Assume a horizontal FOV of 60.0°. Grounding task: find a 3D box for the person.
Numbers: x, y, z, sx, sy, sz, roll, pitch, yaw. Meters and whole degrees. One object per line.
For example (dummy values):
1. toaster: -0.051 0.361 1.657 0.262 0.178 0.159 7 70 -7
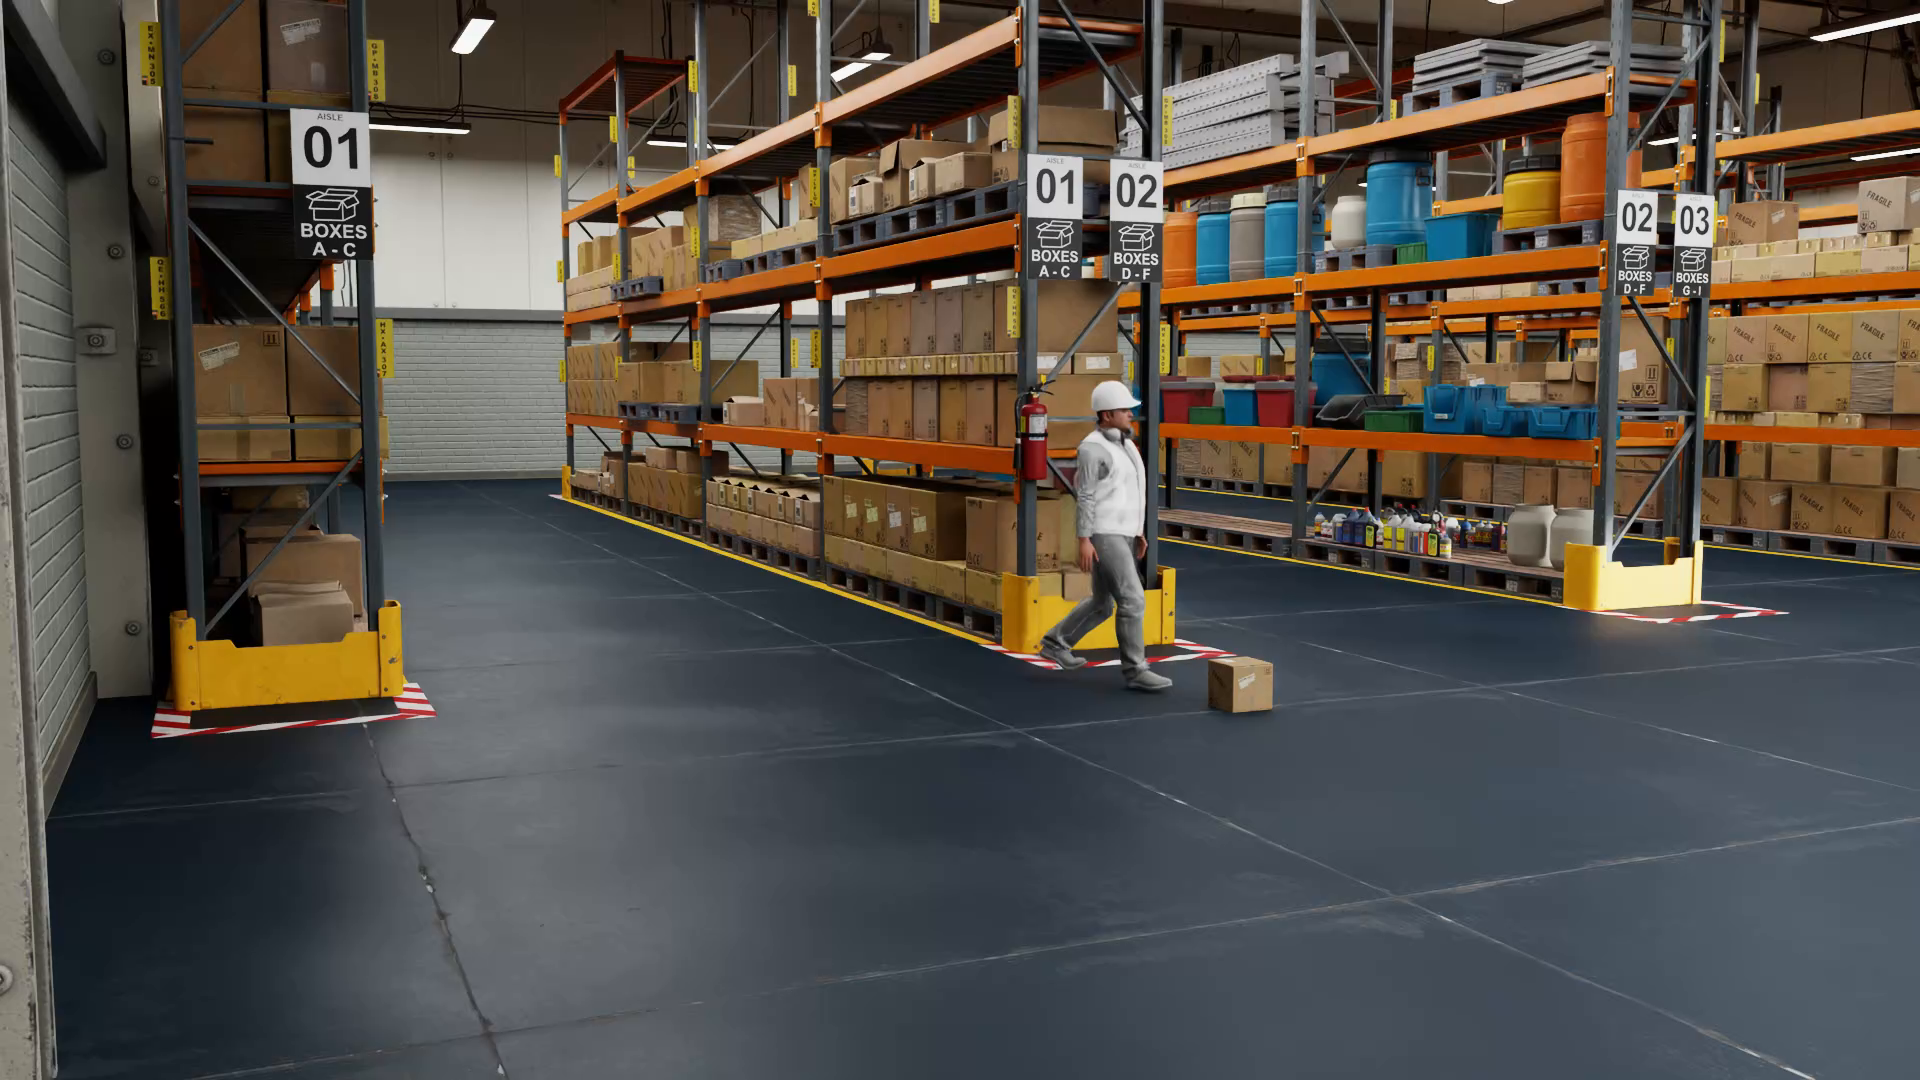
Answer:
1. person: 0.844 -0.039 9.552 0.877 1.747 0.549 3 6 25
